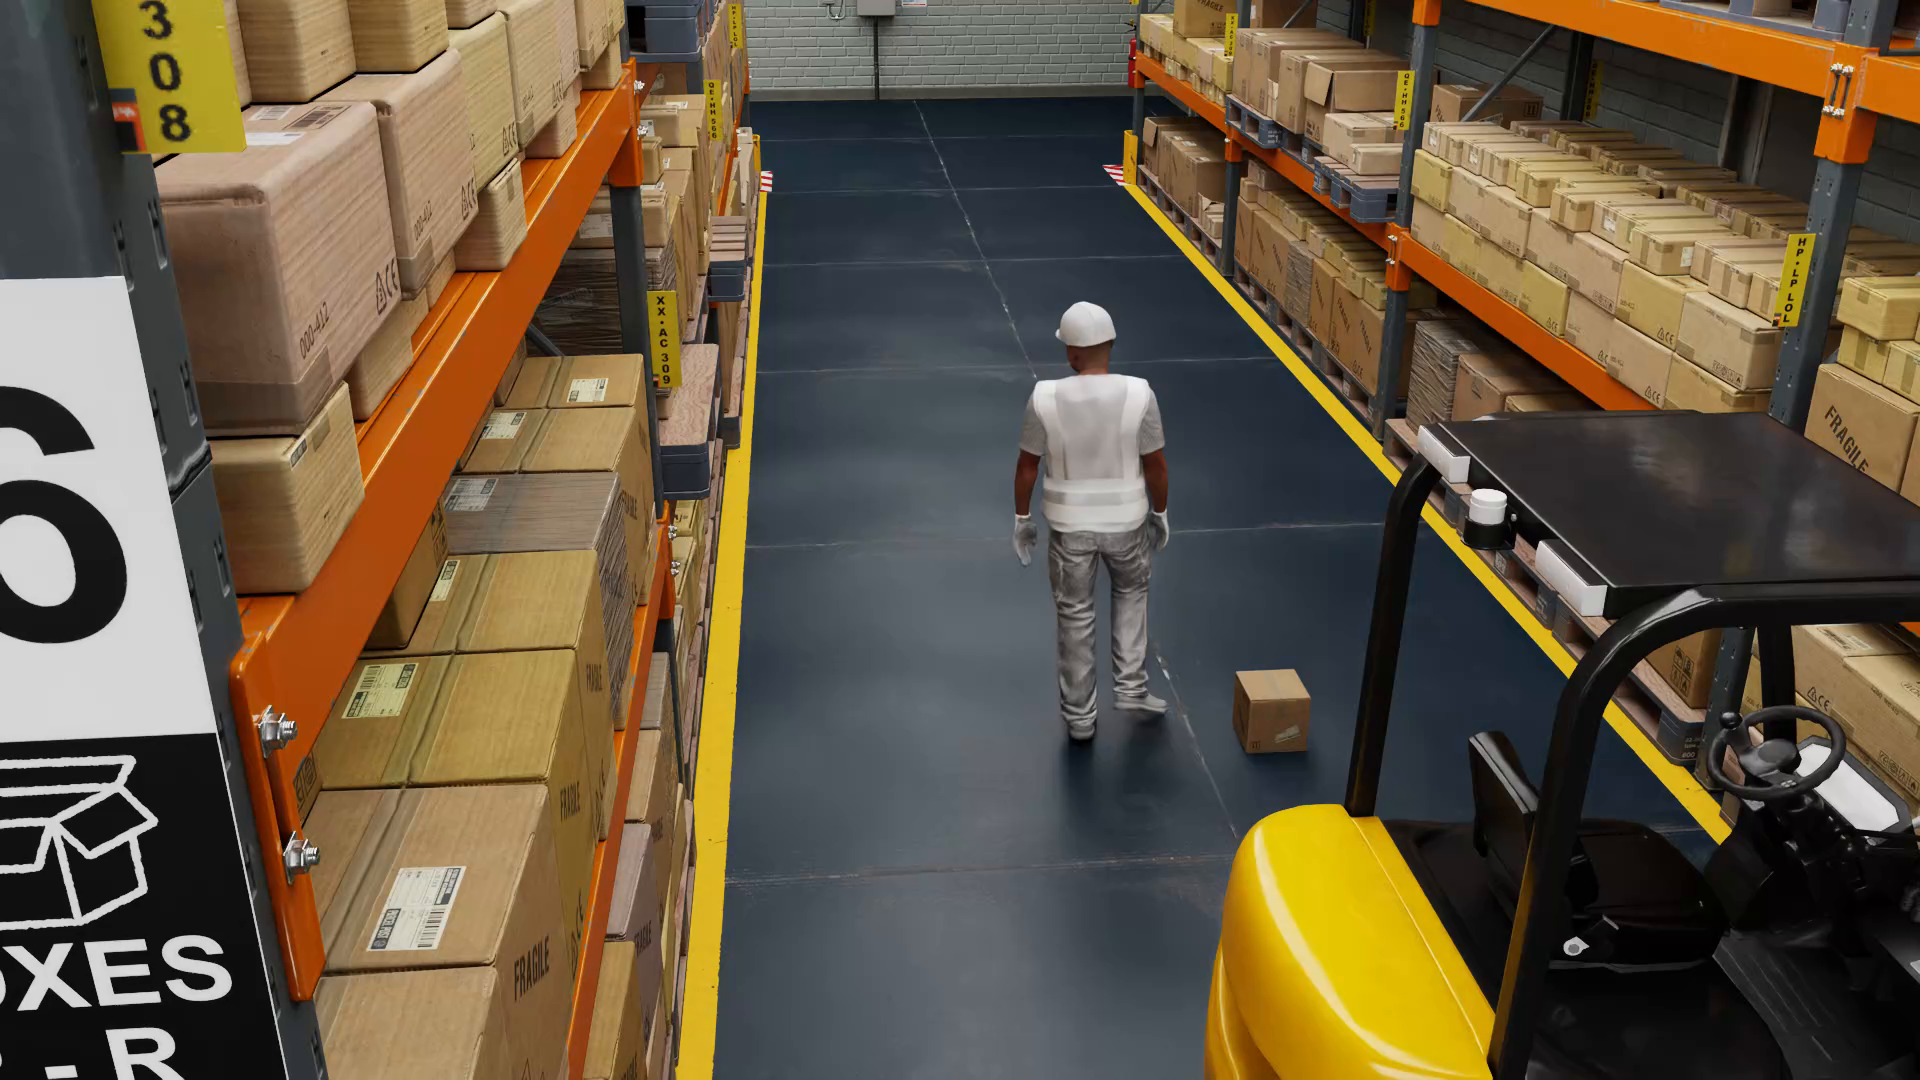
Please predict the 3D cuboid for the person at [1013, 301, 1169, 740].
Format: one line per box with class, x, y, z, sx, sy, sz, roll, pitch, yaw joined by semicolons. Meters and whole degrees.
person;0.548;-0.073;6.696;0.665;1.769;0.452;1;24;2
